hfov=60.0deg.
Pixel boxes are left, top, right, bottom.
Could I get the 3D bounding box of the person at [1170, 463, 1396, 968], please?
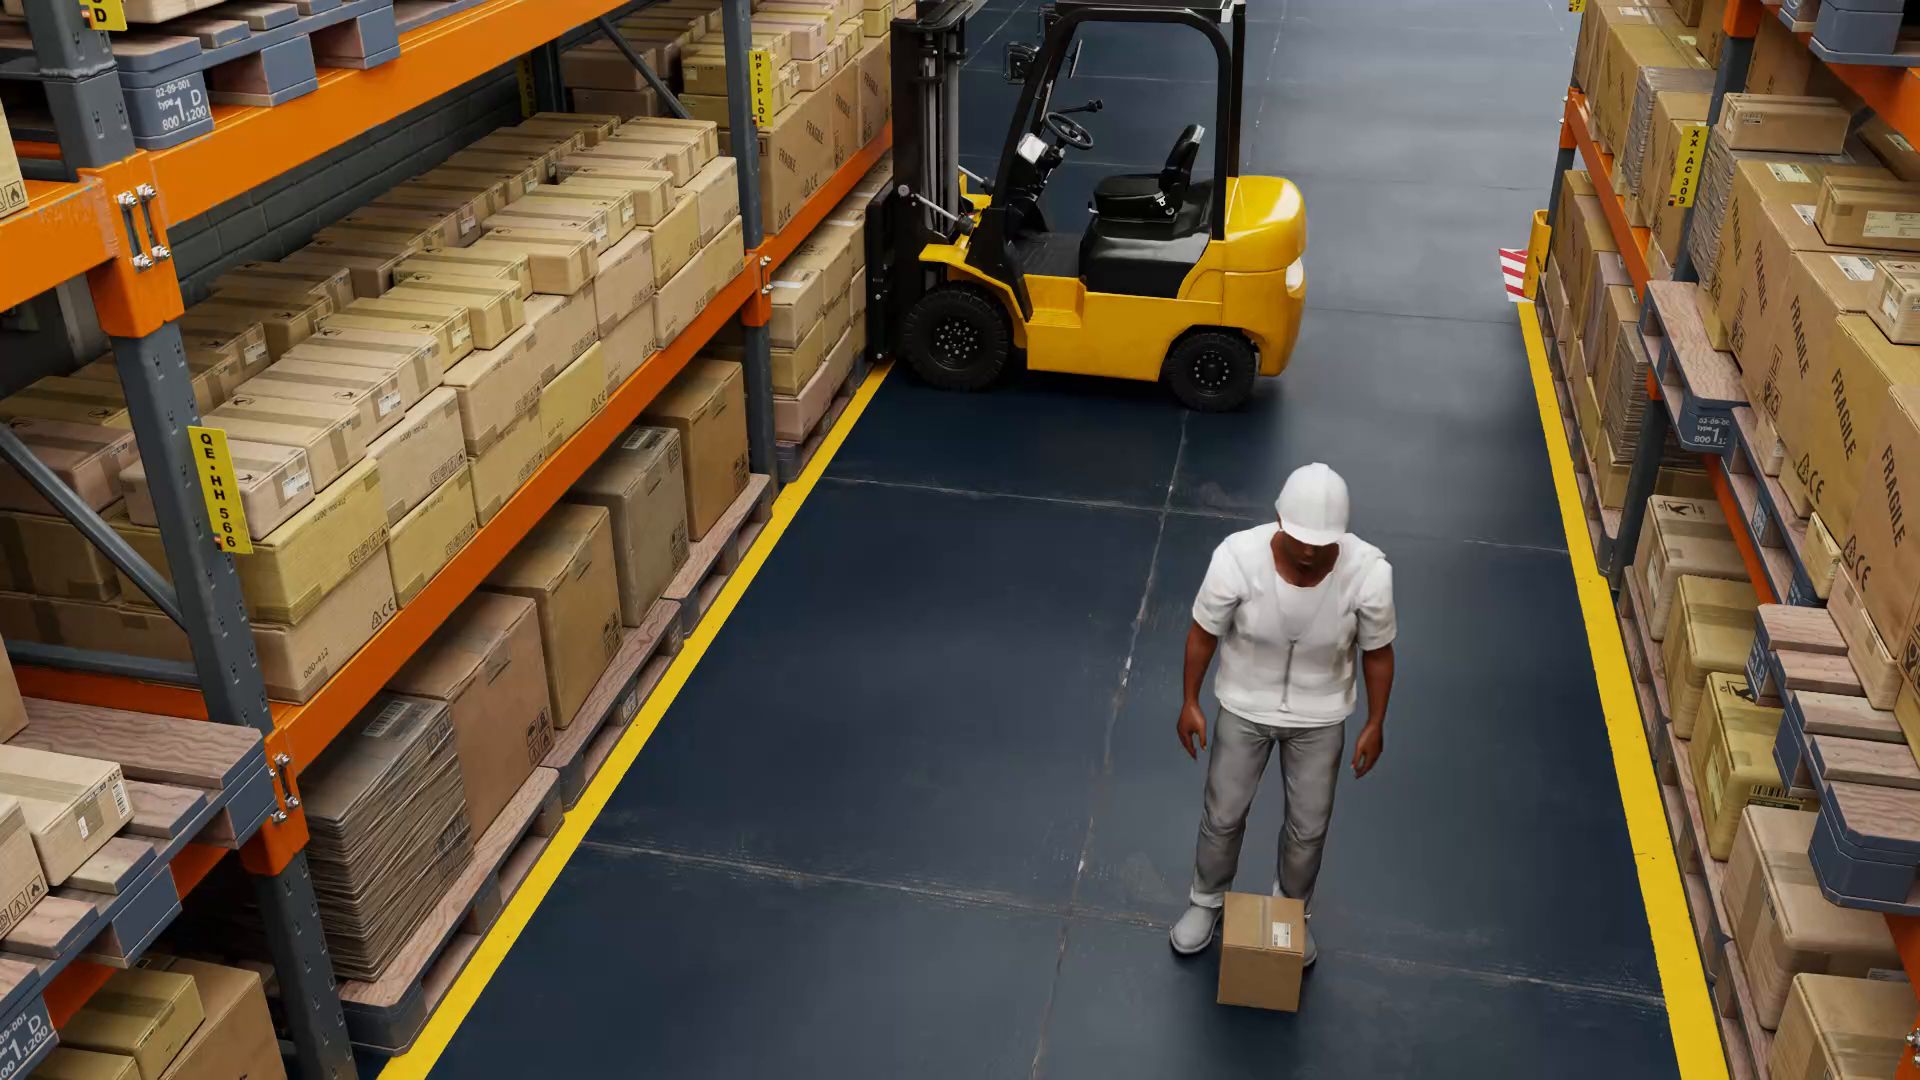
[{"bbox_3d":[0.990,0.541,5.115,0.632,1.760,0.463,6,29,10],"label":"person"}]
